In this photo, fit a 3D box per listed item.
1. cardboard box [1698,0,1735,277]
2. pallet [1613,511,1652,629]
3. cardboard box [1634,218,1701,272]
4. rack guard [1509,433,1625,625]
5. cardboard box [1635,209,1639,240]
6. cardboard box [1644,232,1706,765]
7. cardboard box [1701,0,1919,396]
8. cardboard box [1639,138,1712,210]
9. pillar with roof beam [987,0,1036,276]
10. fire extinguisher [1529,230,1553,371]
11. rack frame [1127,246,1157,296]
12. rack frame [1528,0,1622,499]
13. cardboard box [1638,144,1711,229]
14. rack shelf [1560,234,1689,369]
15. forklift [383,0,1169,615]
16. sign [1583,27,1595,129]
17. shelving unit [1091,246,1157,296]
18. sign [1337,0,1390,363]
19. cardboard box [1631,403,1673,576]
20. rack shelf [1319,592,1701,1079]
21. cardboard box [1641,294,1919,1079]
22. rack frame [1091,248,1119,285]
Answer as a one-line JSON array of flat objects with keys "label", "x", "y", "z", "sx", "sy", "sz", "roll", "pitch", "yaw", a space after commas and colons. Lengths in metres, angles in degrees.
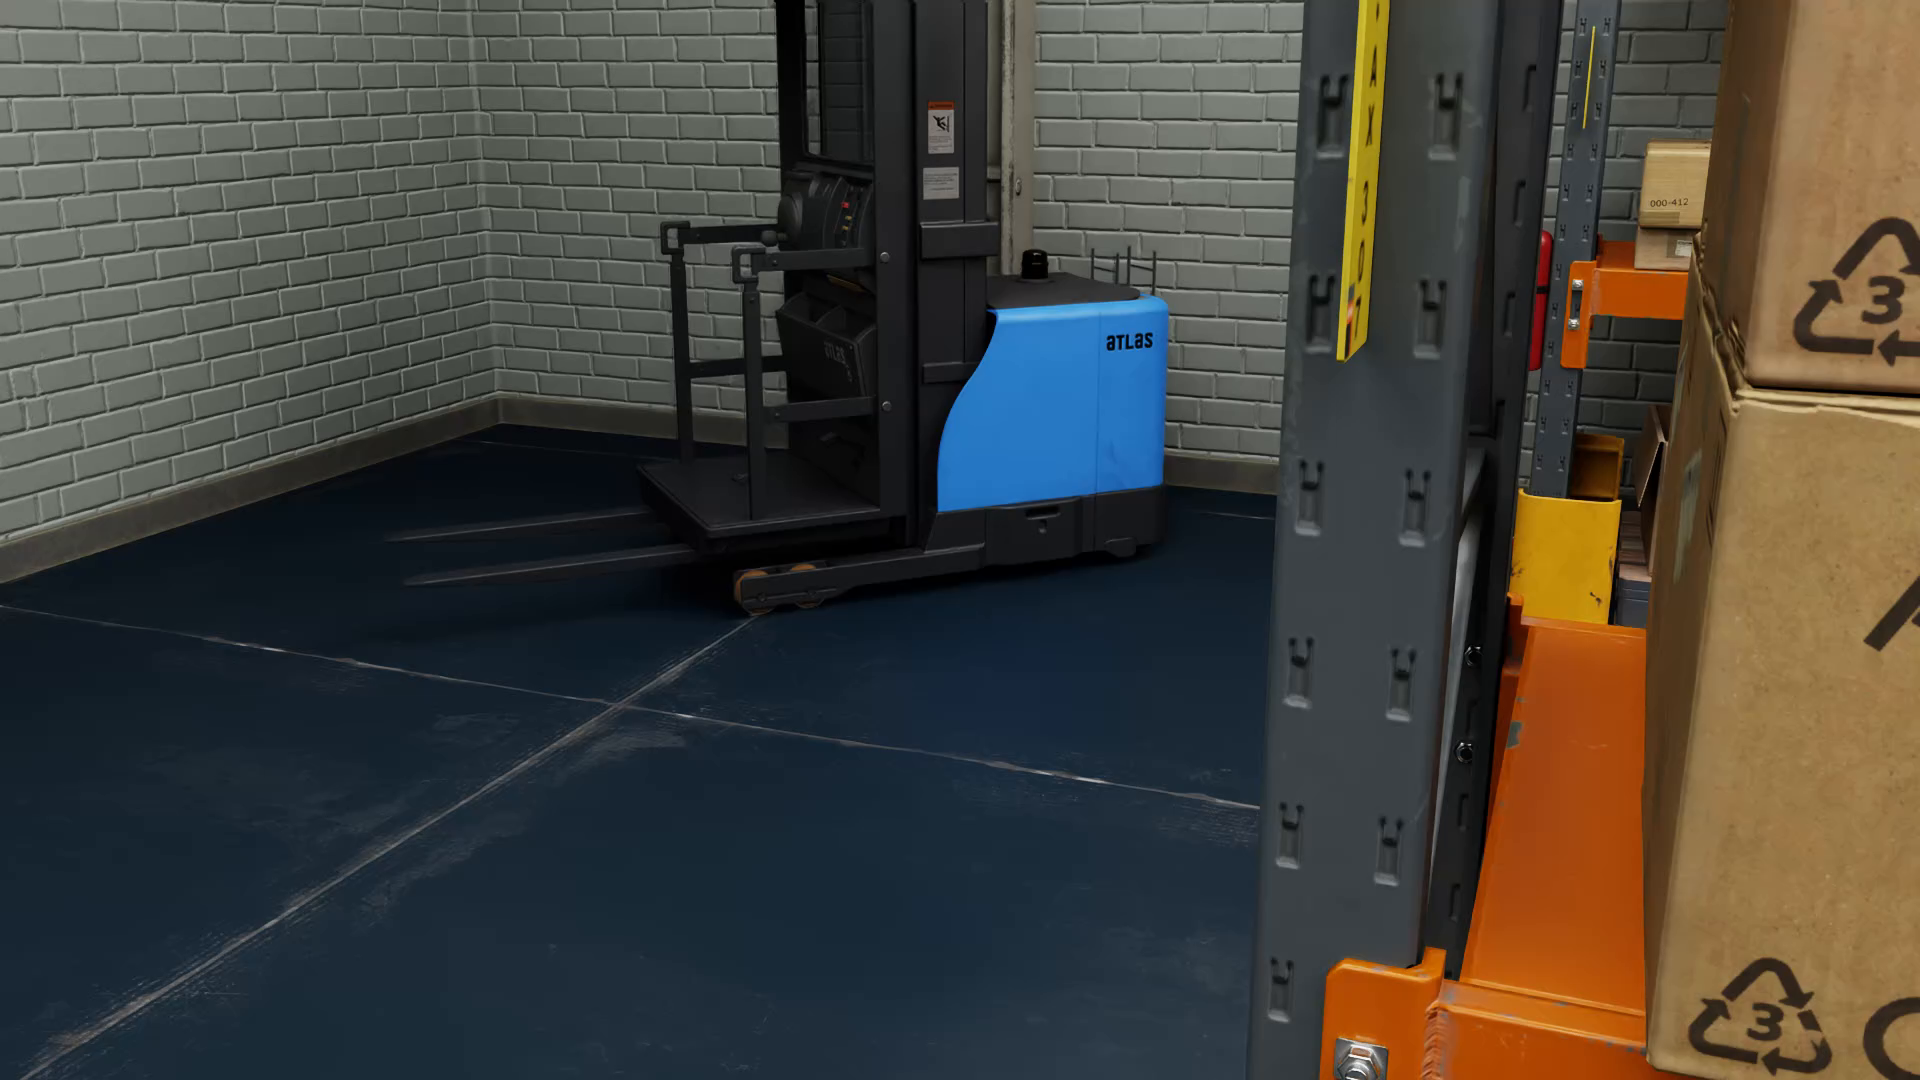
[{"label": "cardboard box", "x": 1.009, "y": -0.513, "z": 1.589, "sx": 0.500, "sy": 0.500, "sz": 0.500, "roll": 7, "pitch": 18, "yaw": 22}, {"label": "pallet", "x": 3.104, "y": 0.168, "z": 6.217, "sx": 1.213, "sy": 0.211, "sz": 1.003, "roll": 6, "pitch": 17, "yaw": 21}, {"label": "cardboard box", "x": 2.496, "y": -1.035, "z": 5.810, "sx": 0.250, "sy": 0.149, "sz": 0.380, "roll": 6, "pitch": 17, "yaw": 20}, {"label": "rack guard", "x": 2.362, "y": -0.052, "z": 6.457, "sx": 0.348, "sy": 0.500, "sz": 1.175, "roll": 6, "pitch": 17, "yaw": 21}, {"label": "cardboard box", "x": 2.698, "y": -1.176, "z": 6.293, "sx": 0.250, "sy": 0.149, "sz": 0.380, "roll": 6, "pitch": 17, "yaw": 20}, {"label": "cardboard box", "x": 1.019, "y": -0.040, "z": 1.752, "sx": 0.500, "sy": 0.500, "sz": 0.500, "roll": 6, "pitch": 17, "yaw": 21}, {"label": "cardboard box", "x": 0.815, "y": -0.378, "z": 1.123, "sx": 0.500, "sy": 0.500, "sz": 0.500, "roll": 6, "pitch": 17, "yaw": 19}, {"label": "cardboard box", "x": 2.816, "y": -1.353, "z": 6.190, "sx": 0.500, "sy": 0.250, "sz": 0.500, "roll": 7, "pitch": 18, "yaw": 22}, {"label": "pillar with roof beam", "x": -1.466, "y": -3.535, "z": 3.208, "sx": 0.400, "sy": 9.000, "sz": 9.100, "roll": 6, "pitch": 17, "yaw": 21}, {"label": "fire extinguisher", "x": 1.985, "y": -0.939, "z": 5.837, "sx": 0.183, "sy": 0.674, "sz": 0.296, "roll": 6, "pitch": 17, "yaw": 21}, {"label": "rack frame", "x": 0.792, "y": -0.693, "z": 7.407, "sx": 0.006, "sy": 1.200, "sz": 0.240, "roll": -7, "pitch": 18, "yaw": -23}, {"label": "rack frame", "x": 2.291, "y": -1.261, "z": 6.135, "sx": 0.127, "sy": 3.000, "sz": 1.000, "roll": 6, "pitch": 17, "yaw": 21}, {"label": "cardboard box", "x": 2.614, "y": -1.215, "z": 5.714, "sx": 0.500, "sy": 0.250, "sz": 0.500, "roll": 6, "pitch": 17, "yaw": 21}, {"label": "rack shelf", "x": 4.152, "y": -0.710, "z": 5.531, "sx": 4.000, "sy": 0.370, "sz": 1.077, "roll": 6, "pitch": 17, "yaw": 21}, {"label": "forklift", "x": -0.707, "y": -1.294, "z": 6.373, "sx": 3.031, "sy": 2.935, "sz": 1.130, "roll": -7, "pitch": 18, "yaw": -23}, {"label": "sign", "x": 2.092, "y": -1.536, "z": 5.530, "sx": 0.005, "sy": 0.325, "sz": 0.100, "roll": 6, "pitch": 17, "yaw": 21}, {"label": "shelving unit", "x": 0.709, "y": -0.682, "z": 7.371, "sx": 0.189, "sy": 1.200, "sz": 0.258, "roll": -7, "pitch": 18, "yaw": -23}, {"label": "sign", "x": 0.264, "y": -0.283, "z": 1.074, "sx": 0.005, "sy": 0.325, "sz": 0.100, "roll": 6, "pitch": 17, "yaw": 21}, {"label": "cardboard box", "x": 2.825, "y": -0.176, "z": 6.125, "sx": 0.637, "sy": 0.503, "sz": 0.797, "roll": 6, "pitch": 17, "yaw": 18}, {"label": "rack shelf", "x": 2.334, "y": 0.577, "z": 1.095, "sx": 4.000, "sy": 0.370, "sz": 1.077, "roll": 6, "pitch": 17, "yaw": 21}, {"label": "cardboard box", "x": 0.814, "y": 0.103, "z": 1.260, "sx": 0.500, "sy": 0.500, "sz": 0.500, "roll": 6, "pitch": 17, "yaw": 20}, {"label": "rack frame", "x": 0.626, "y": -0.672, "z": 7.335, "sx": 0.006, "sy": 1.200, "sz": 0.240, "roll": -7, "pitch": 18, "yaw": -23}]
